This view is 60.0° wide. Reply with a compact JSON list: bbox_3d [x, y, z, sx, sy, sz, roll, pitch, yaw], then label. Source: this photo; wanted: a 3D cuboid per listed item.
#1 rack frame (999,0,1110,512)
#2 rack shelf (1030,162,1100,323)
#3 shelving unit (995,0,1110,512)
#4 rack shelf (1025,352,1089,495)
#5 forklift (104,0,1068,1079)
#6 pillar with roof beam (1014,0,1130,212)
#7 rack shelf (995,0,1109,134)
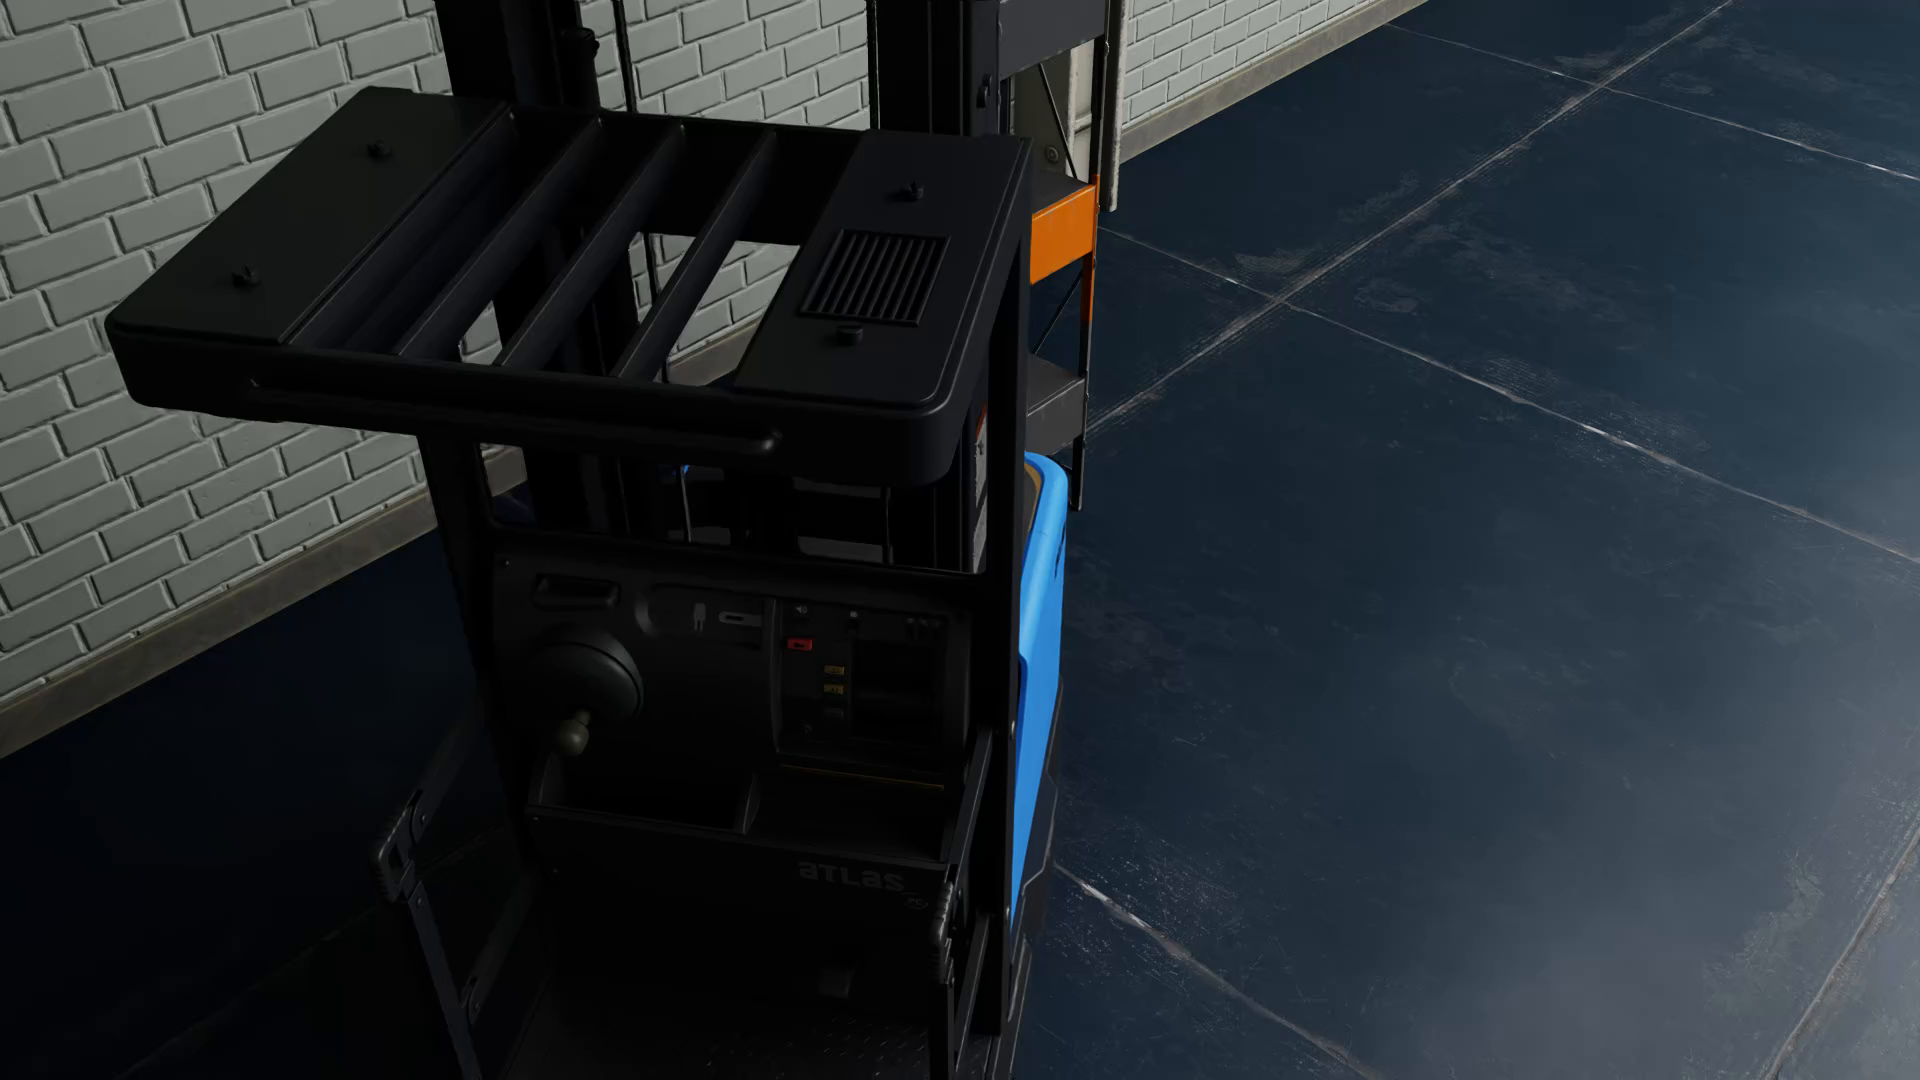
[{"bbox_3d":[0.276,-1.010,5.333,0.400,2.100,0.015,30,47,32],"label":"rack frame"},{"bbox_3d":[0.112,-0.887,5.201,0.431,0.518,0.480,30,47,32],"label":"rack shelf"},{"bbox_3d":[0.112,-0.898,5.192,0.431,2.100,0.503,30,47,32],"label":"shelving unit"},{"bbox_3d":[0.112,-0.339,5.636,0.431,0.518,0.480,30,47,32],"label":"rack shelf"},{"bbox_3d":[-0.474,0.321,2.992,1.130,2.935,3.031,6,39,8],"label":"forklift"},{"bbox_3d":[3.658,-3.222,2.571,9.100,9.000,0.400,30,47,32],"label":"pillar with roof beam"},{"bbox_3d":[0.112,-1.435,4.765,0.431,0.518,0.480,30,47,32],"label":"rack shelf"}]
